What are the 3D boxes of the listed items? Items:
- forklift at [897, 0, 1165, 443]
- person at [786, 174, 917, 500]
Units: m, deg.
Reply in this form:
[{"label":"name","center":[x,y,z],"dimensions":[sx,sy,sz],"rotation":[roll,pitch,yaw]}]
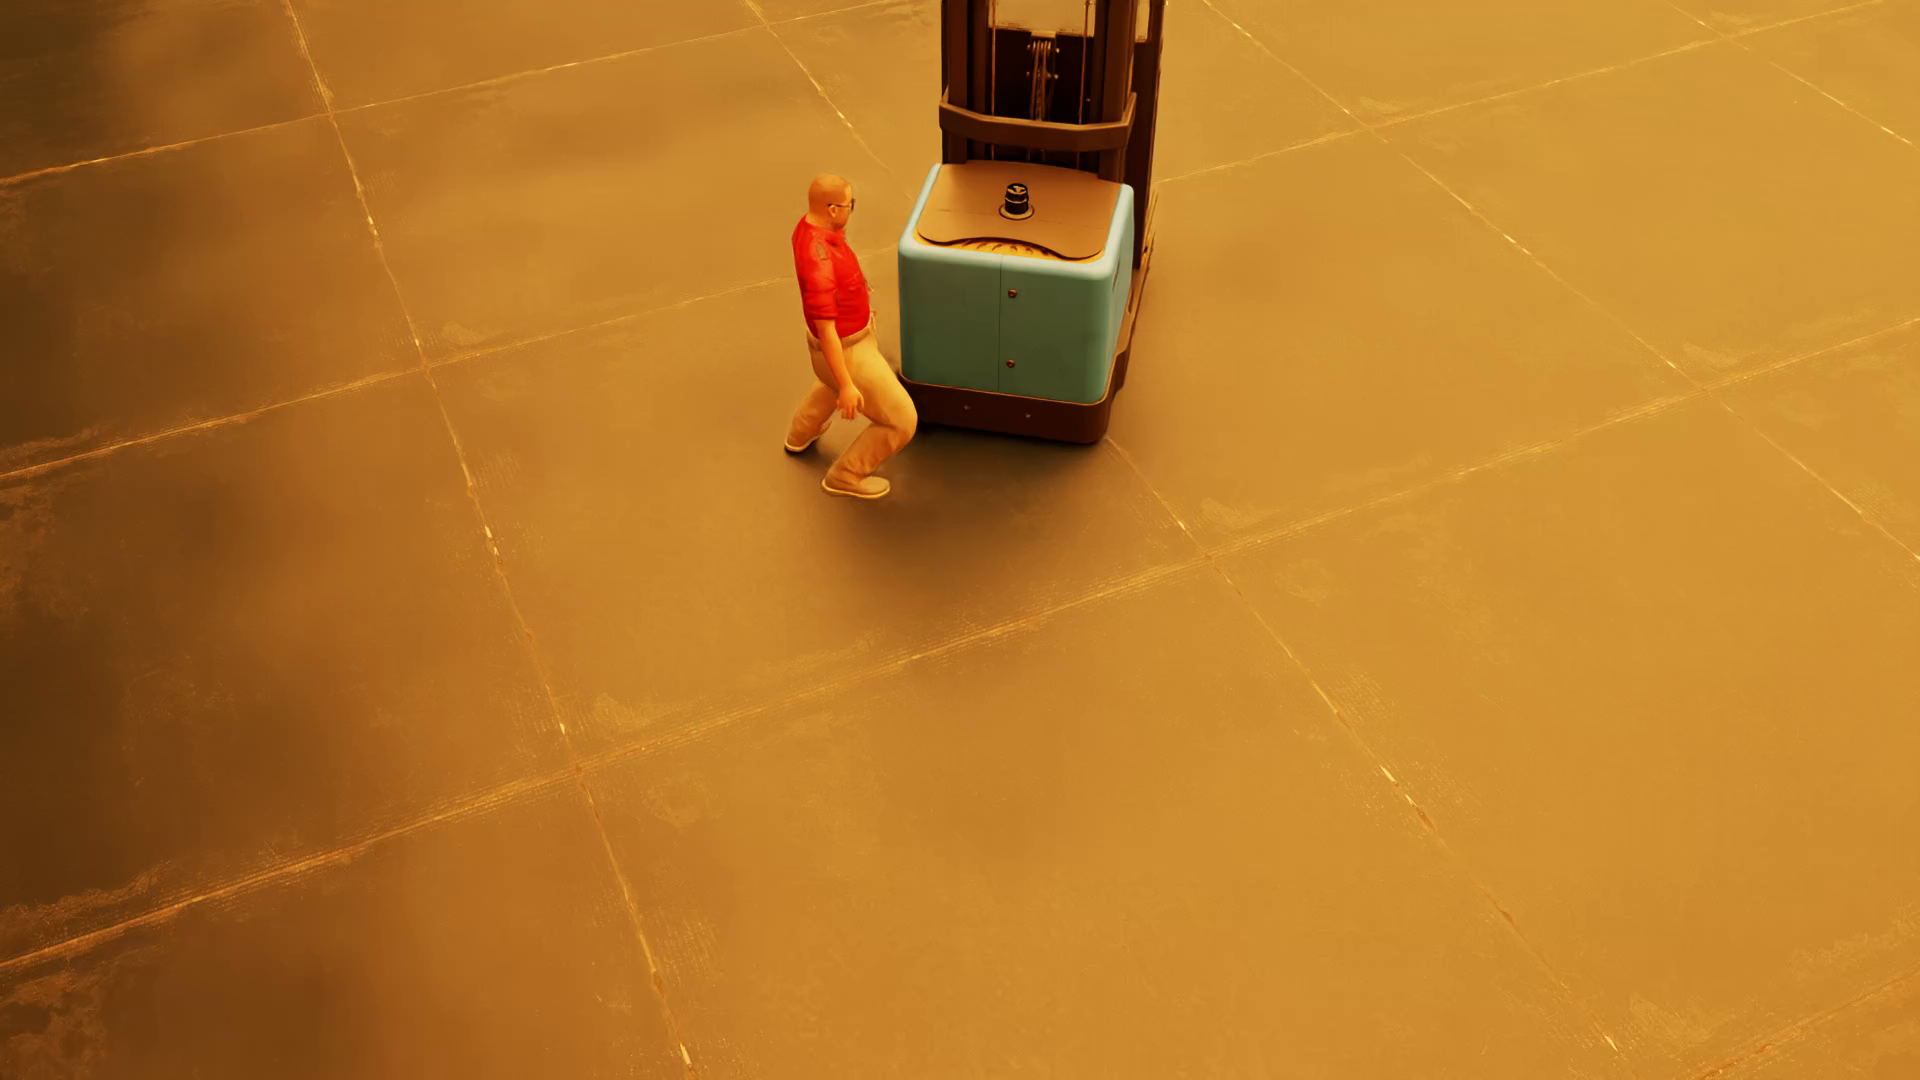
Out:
[{"label":"forklift","center":[0.499,-2.569,8.432],"dimensions":[1.130,2.935,3.031],"rotation":[8,44,9]},{"label":"person","center":[-0.539,-0.933,7.662],"dimensions":[0.603,1.628,0.947],"rotation":[-6,43,-6]}]
